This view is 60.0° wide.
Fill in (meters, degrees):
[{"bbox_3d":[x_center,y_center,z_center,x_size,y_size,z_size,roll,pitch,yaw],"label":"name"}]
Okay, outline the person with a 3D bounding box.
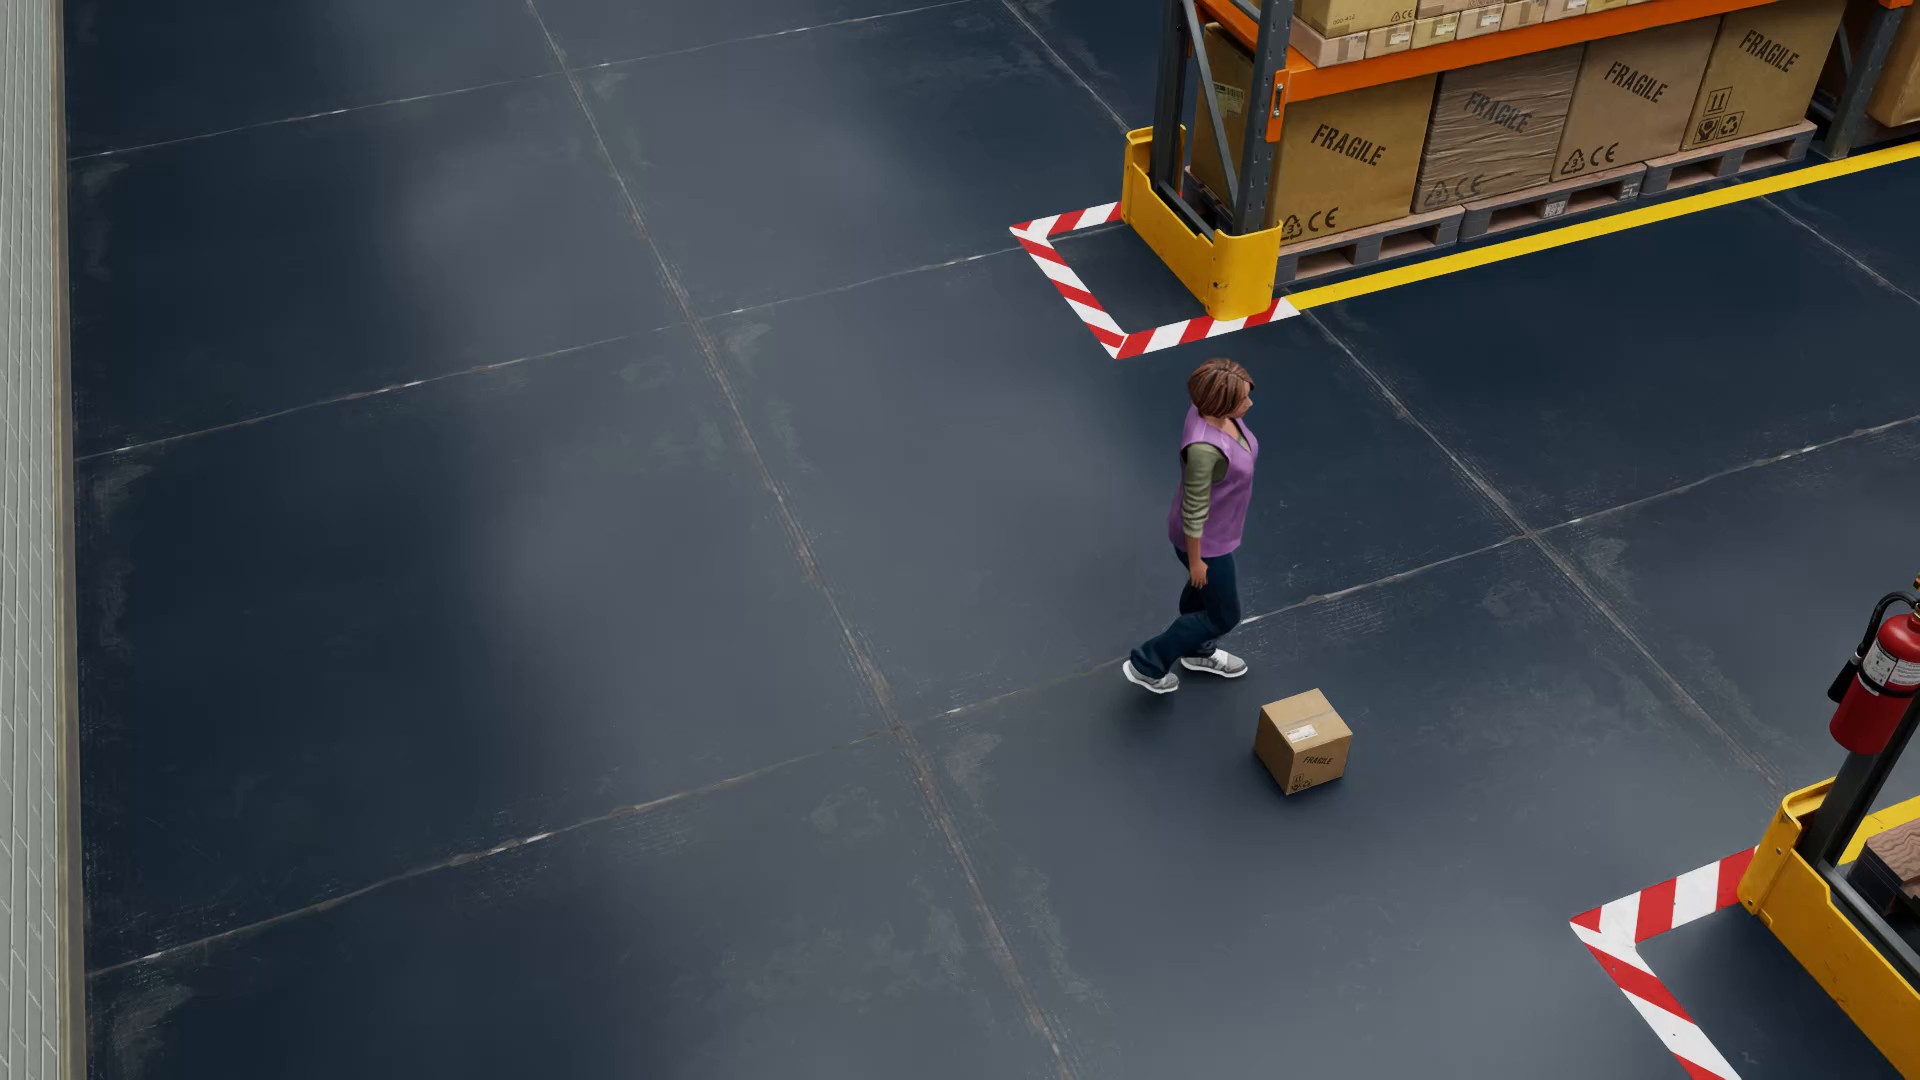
[{"bbox_3d":[0.909,-0.034,6.195,0.497,1.599,0.424,6,43,7],"label":"person"}]
